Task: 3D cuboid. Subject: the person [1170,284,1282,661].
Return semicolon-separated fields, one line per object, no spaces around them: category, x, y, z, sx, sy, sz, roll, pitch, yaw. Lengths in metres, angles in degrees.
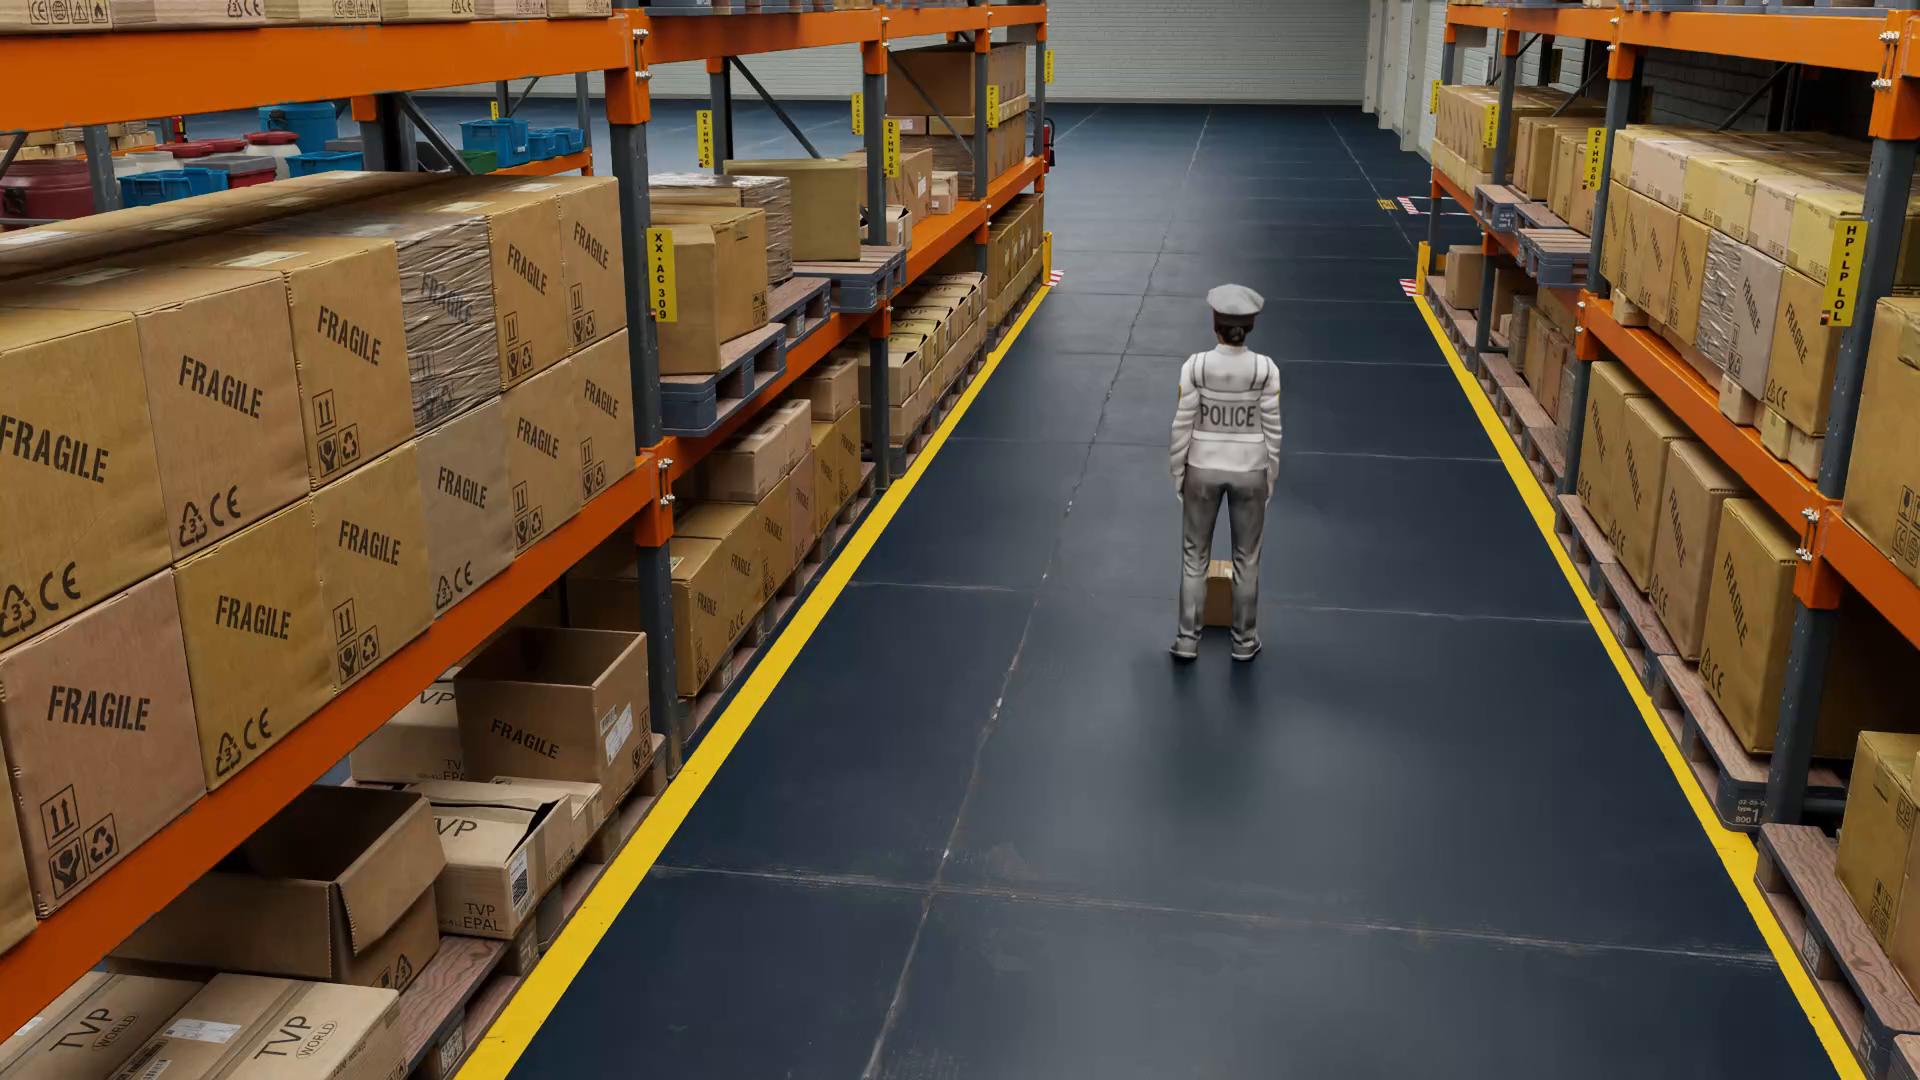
person;1.171;-0.268;7.384;0.479;1.719;0.345;3;18;10
